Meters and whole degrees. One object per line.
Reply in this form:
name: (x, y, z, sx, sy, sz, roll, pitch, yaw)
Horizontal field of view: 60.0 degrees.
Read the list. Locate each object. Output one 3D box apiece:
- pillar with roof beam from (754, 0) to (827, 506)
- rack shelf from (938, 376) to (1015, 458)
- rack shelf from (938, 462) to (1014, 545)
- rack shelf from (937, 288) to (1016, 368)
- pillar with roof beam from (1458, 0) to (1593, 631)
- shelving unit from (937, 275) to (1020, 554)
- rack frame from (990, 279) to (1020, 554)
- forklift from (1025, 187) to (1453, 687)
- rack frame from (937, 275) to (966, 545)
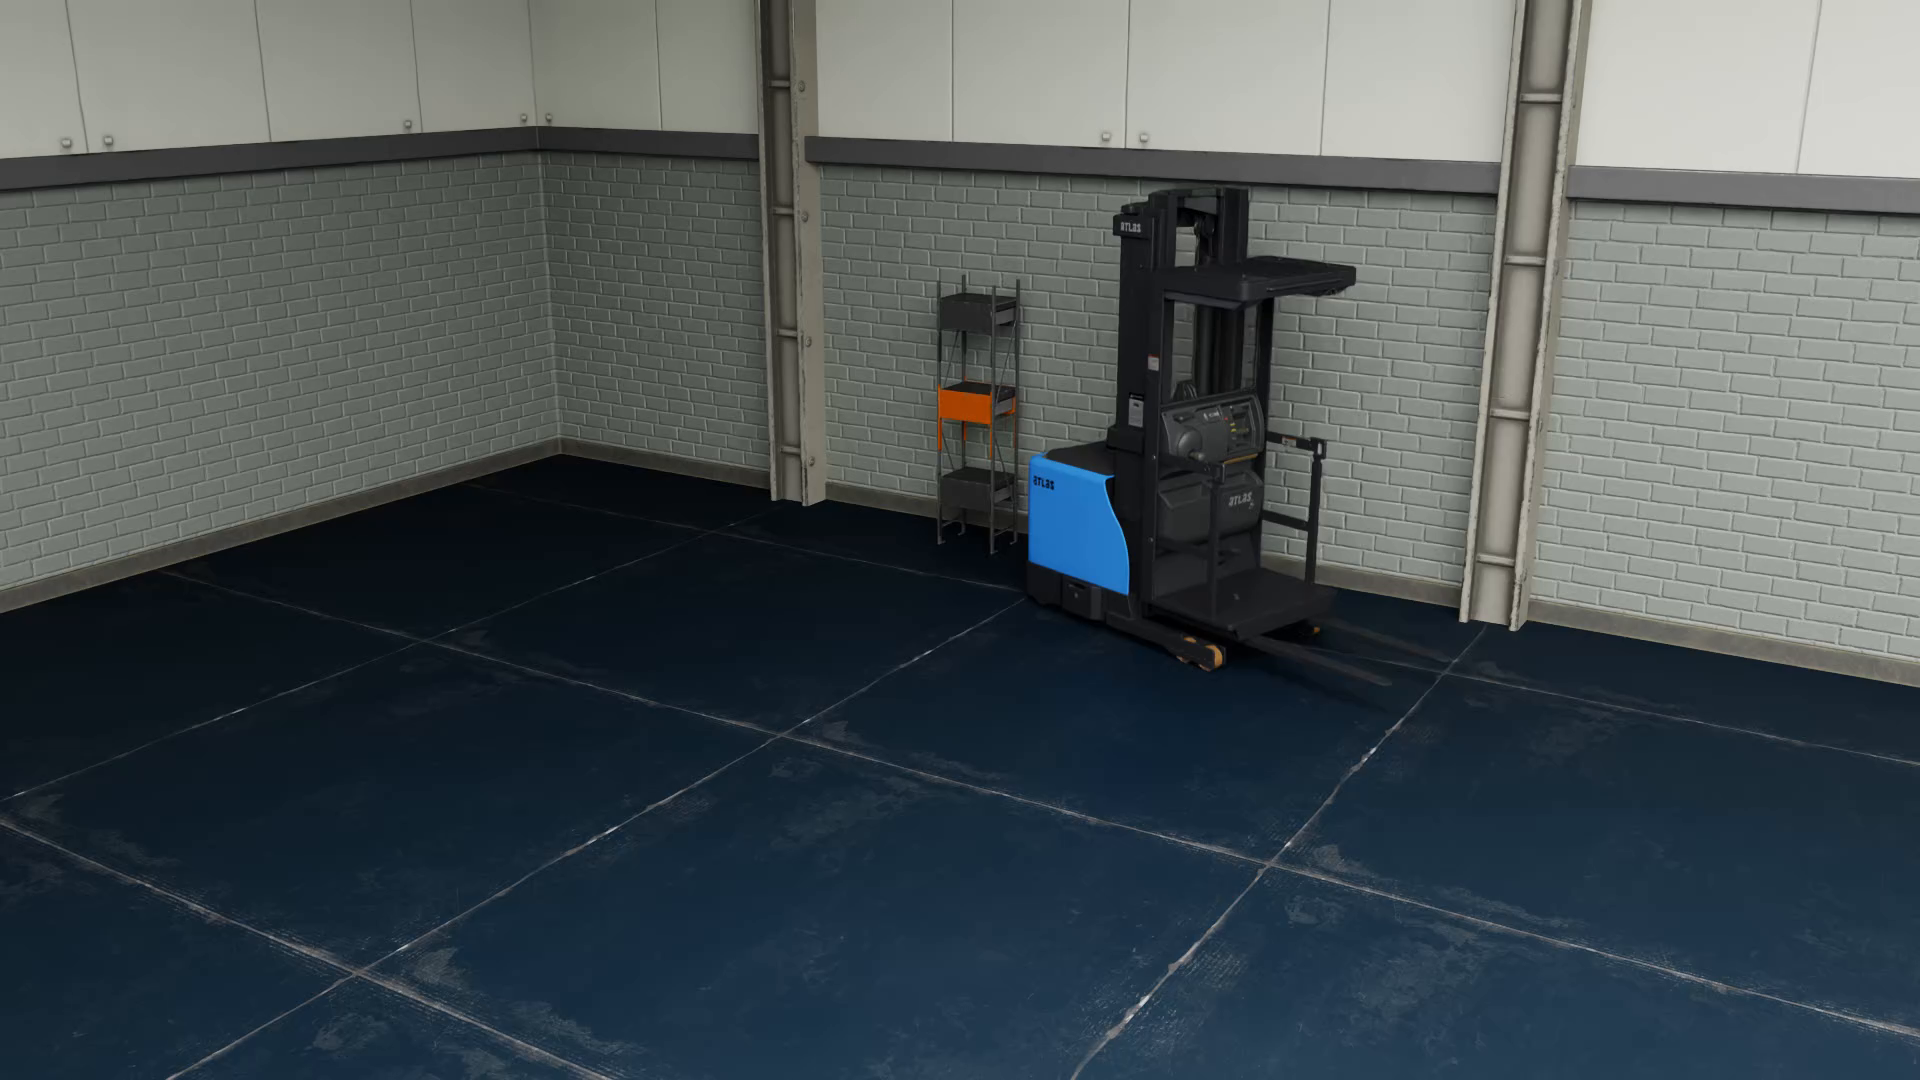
pillar with roof beam: (-3.661, -3.598, 9.743, 0.400, 9.000, 9.100, 10, 20, 30)
rack shelf: (0.141, -0.966, 12.997, 0.480, 0.518, 0.431, 10, 20, 30)
rack shelf: (0.141, -0.297, 13.201, 0.480, 0.518, 0.431, 10, 20, 30)
rack shelf: (0.141, -1.636, 12.794, 0.480, 0.518, 0.431, 10, 20, 30)
pillar with roof beam: (1.452, -2.685, 6.738, 0.400, 9.000, 9.100, 10, 20, 30)
shelving unit: (0.141, -0.979, 12.993, 0.503, 2.100, 0.431, 10, 20, 30)
rack frame: (0.349, -0.942, 12.871, 0.015, 2.100, 0.400, 10, 20, 30)
forklift: (1.799, -0.730, 10.741, 1.130, 2.935, 3.031, -14, 22, -38)
rack frame: (-0.067, -1.017, 13.115, 0.015, 2.100, 0.400, 10, 20, 30)
